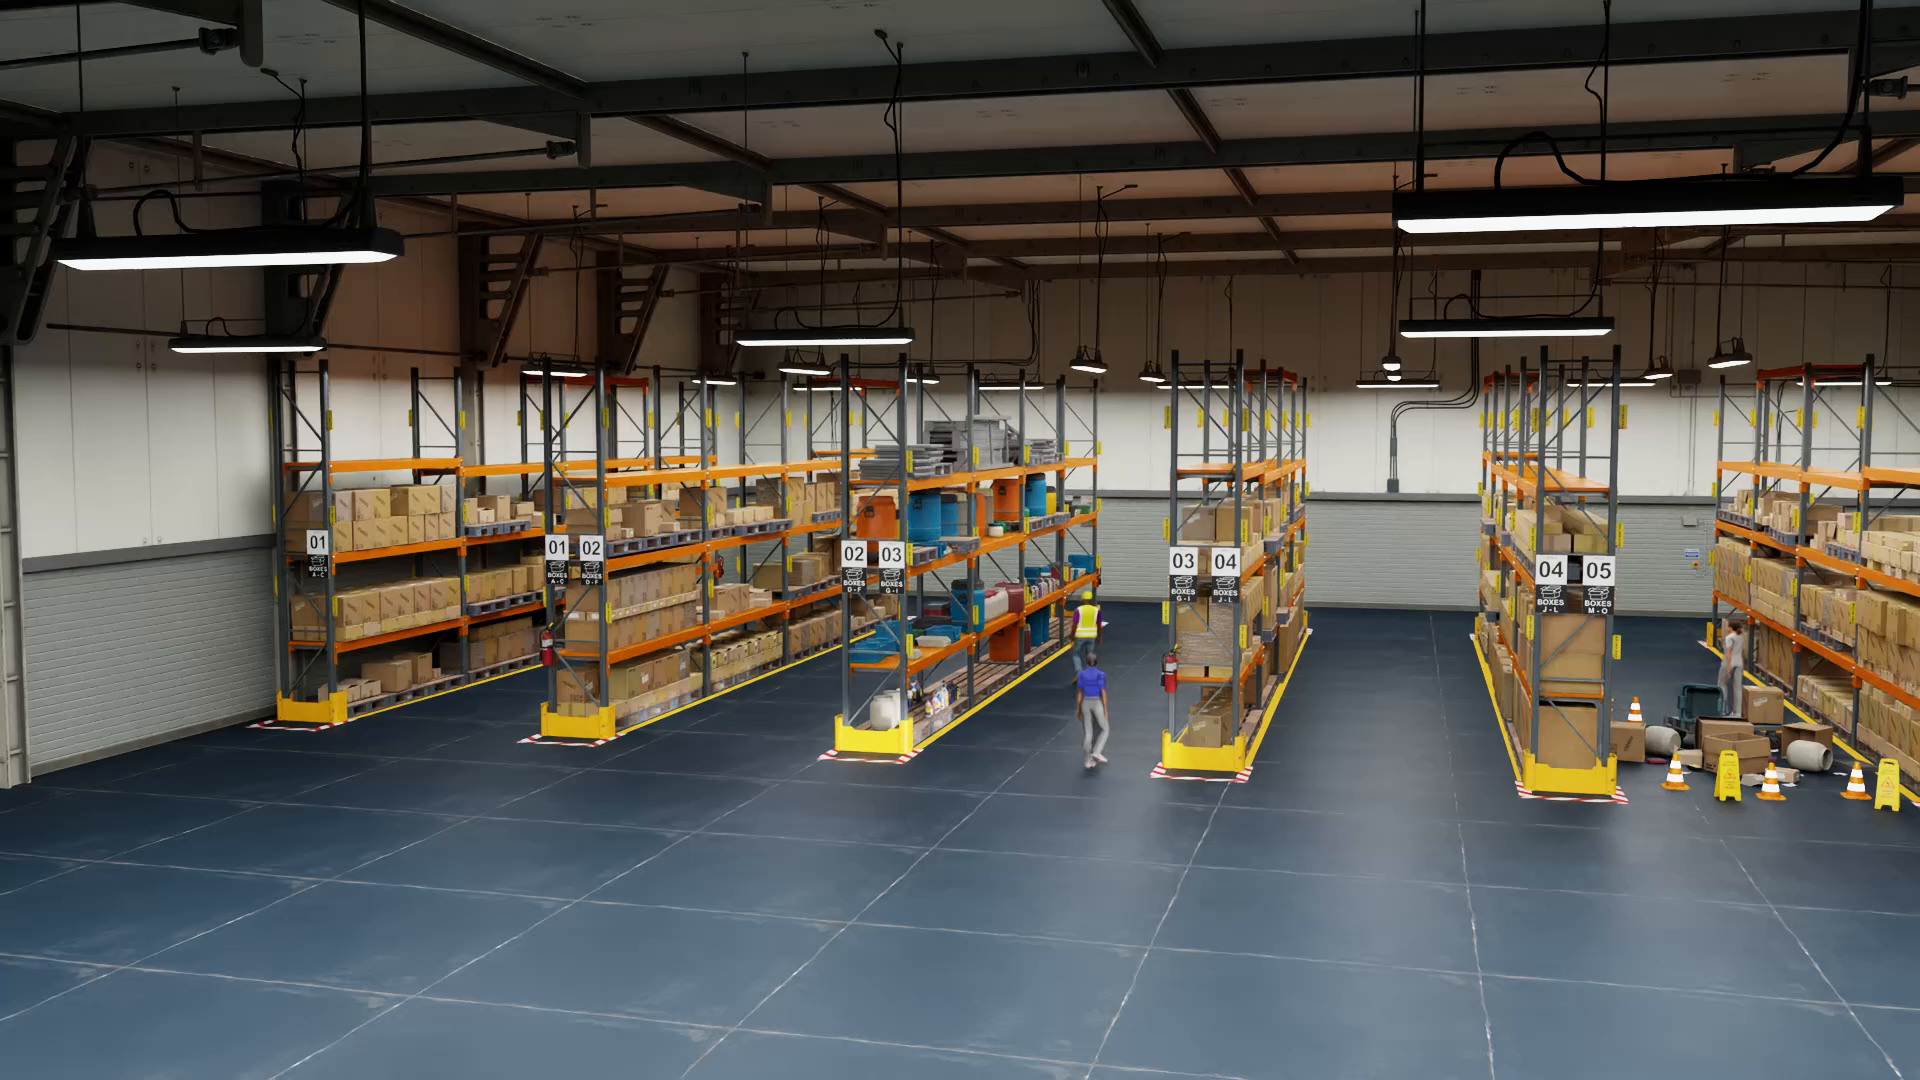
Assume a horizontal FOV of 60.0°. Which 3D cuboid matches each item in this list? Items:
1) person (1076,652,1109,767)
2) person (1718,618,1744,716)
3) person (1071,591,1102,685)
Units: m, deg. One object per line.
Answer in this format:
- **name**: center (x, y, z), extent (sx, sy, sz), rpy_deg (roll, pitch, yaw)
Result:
- **person**: center (1.913, 2.448, 24.003), extent (0.503, 1.646, 0.457), rpy_deg (2, 5, 24)
- **person**: center (13.048, 2.176, 28.051), extent (0.437, 1.697, 0.683), rpy_deg (0, 4, 2)
- **person**: center (2.385, 1.865, 31.519), extent (0.609, 1.787, 0.403), rpy_deg (-1, 4, -10)
